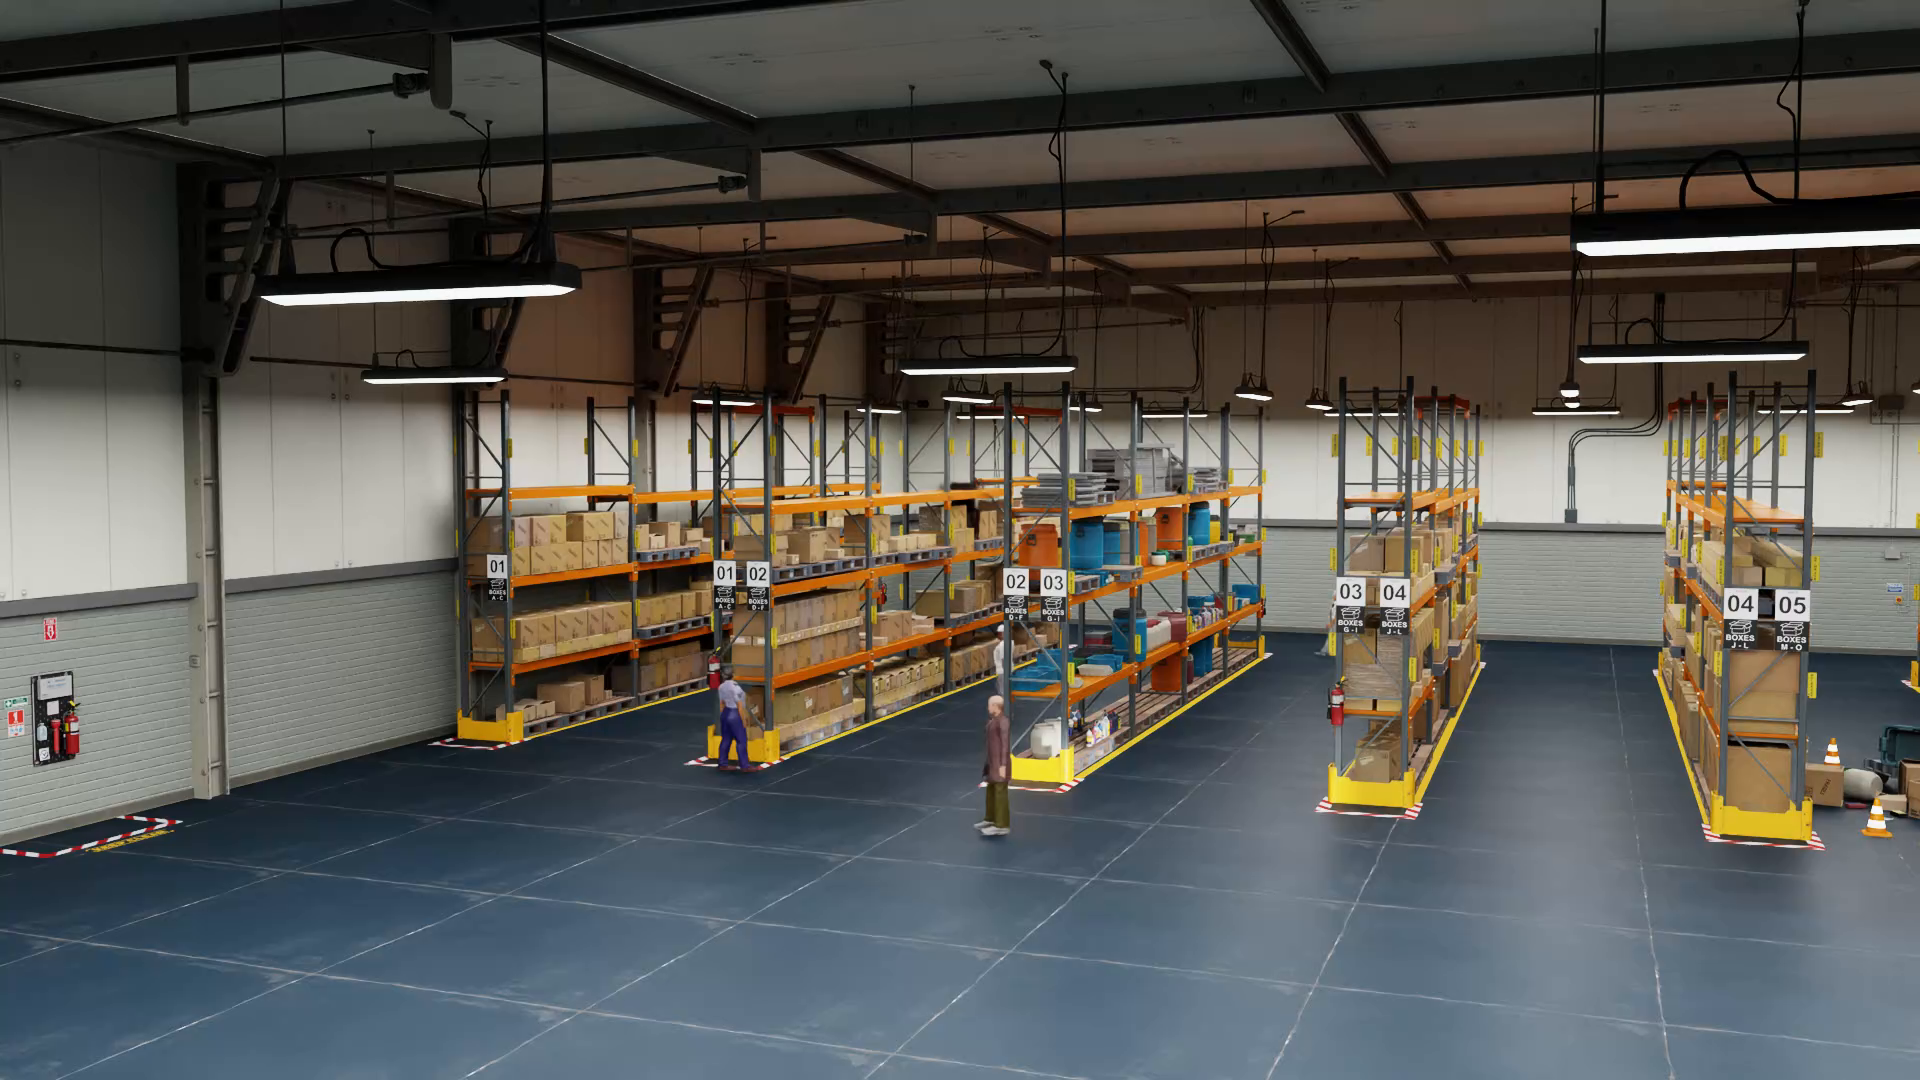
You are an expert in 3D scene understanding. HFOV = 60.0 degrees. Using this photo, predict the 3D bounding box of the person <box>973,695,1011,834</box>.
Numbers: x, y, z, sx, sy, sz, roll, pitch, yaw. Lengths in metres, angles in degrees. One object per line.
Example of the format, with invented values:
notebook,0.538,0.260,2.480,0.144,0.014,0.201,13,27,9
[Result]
person,0.424,2.907,21.634,0.460,1.782,0.636,-1,3,-15

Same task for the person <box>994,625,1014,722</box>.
person,0.819,2.437,30.452,0.366,1.794,0.667,1,3,13

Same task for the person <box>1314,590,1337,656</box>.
person,8.868,1.994,39.531,0.976,1.611,0.561,2,4,27

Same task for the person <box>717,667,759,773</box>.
person,-3.437,2.771,25.749,0.539,1.632,0.503,-2,4,-30
